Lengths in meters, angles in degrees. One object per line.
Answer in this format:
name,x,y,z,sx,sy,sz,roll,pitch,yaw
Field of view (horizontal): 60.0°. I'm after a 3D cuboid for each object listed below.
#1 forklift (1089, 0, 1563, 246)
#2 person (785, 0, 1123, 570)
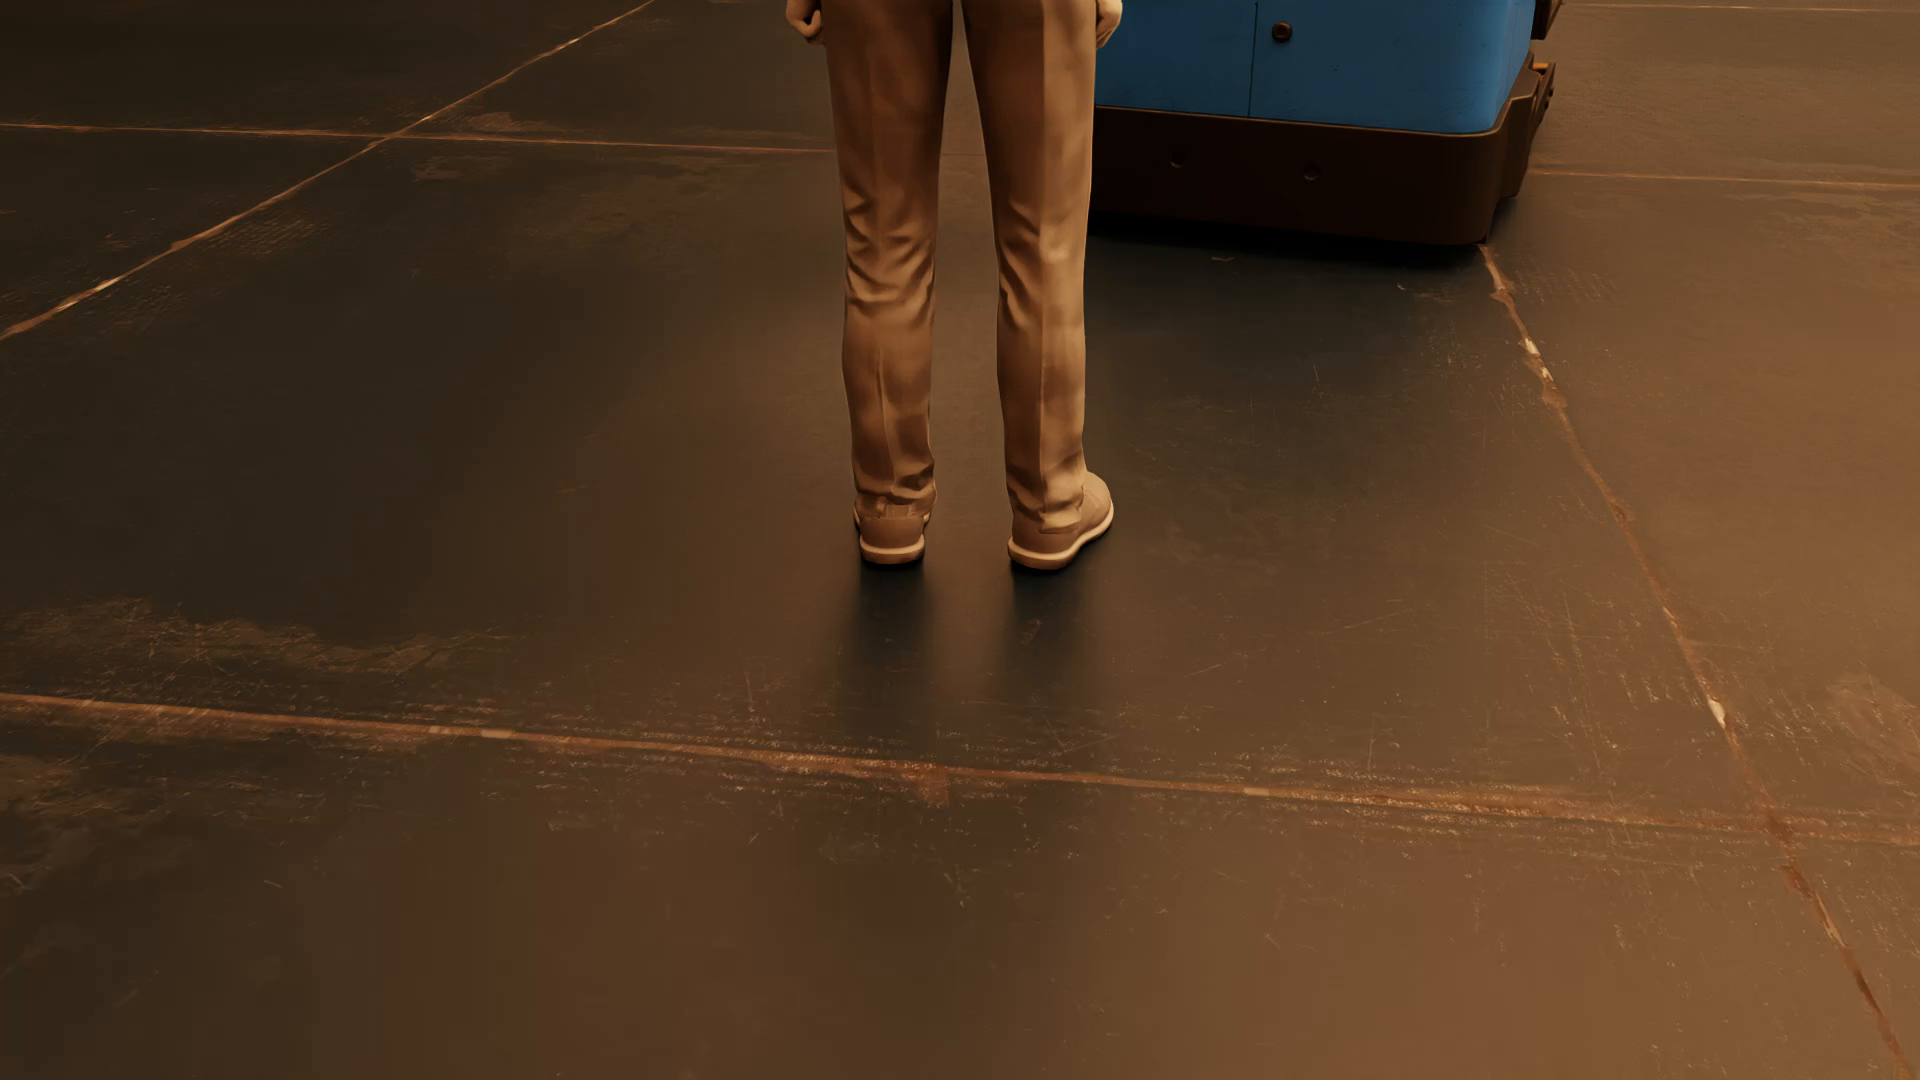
forklift,1.185,-2.588,4.405,1.130,2.935,3.031,10,28,19
person,-0.006,-0.755,2.124,0.461,1.694,0.353,3,27,7
